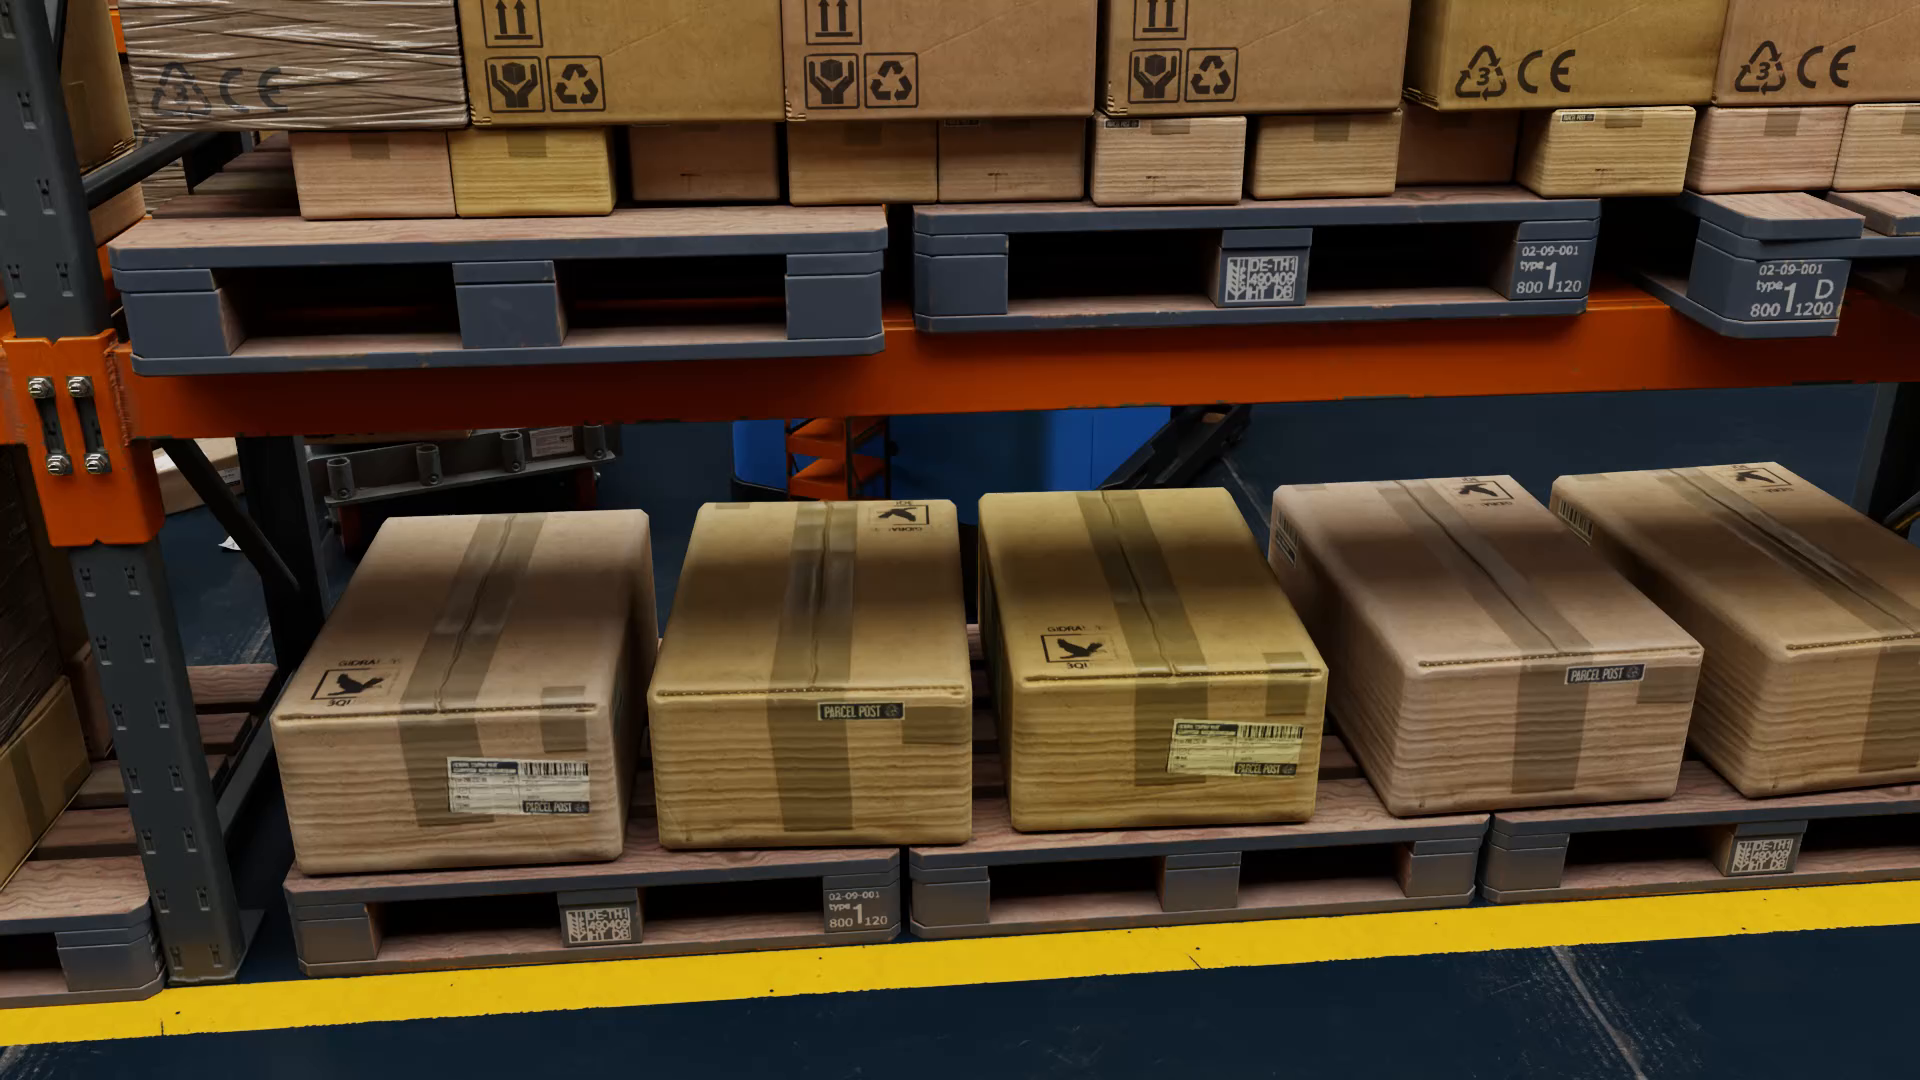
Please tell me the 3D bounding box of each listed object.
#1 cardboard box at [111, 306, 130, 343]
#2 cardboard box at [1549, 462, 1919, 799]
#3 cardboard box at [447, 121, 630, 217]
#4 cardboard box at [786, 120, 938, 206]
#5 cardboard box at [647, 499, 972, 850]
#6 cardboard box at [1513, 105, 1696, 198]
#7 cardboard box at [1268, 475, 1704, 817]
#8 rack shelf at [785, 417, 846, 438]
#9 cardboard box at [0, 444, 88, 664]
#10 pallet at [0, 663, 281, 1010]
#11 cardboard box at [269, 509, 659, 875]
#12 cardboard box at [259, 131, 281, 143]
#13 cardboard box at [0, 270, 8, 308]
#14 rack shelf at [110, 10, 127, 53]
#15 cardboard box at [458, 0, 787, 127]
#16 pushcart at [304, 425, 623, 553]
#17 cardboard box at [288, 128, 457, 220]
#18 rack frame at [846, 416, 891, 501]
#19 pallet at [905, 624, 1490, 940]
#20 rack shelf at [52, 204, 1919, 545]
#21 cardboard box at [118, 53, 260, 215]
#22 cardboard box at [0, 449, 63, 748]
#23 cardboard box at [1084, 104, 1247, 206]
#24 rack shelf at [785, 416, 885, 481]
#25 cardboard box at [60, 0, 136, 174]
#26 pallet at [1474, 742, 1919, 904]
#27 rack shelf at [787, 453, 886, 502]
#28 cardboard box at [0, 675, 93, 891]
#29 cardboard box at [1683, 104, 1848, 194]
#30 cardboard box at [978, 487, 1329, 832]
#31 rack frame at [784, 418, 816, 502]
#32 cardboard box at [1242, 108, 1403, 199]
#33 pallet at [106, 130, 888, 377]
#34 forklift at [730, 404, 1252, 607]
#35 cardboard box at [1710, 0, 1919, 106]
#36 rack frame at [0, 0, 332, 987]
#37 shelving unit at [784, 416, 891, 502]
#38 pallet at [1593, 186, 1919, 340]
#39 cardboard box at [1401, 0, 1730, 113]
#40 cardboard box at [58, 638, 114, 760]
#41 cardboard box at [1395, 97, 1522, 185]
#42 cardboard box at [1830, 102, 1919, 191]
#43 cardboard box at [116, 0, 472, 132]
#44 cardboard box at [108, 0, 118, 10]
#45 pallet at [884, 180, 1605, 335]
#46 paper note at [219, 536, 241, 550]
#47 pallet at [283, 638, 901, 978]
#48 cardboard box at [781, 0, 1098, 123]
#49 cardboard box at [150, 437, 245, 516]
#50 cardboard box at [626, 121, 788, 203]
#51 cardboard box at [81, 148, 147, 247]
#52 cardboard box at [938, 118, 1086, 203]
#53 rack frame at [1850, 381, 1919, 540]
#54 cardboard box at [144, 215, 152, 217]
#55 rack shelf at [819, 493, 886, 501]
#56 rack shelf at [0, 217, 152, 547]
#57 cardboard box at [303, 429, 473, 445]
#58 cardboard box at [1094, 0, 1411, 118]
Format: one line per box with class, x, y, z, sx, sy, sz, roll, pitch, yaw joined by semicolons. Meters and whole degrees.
cardboard box;-3.093;-0.591;5.793;0.503;0.637;0.797;-2;24;-5
cardboard box;1.876;0.172;3.888;0.625;0.372;0.950;-4;24;-9
cardboard box;-0.711;-0.673;2.864;0.250;0.149;0.380;-2;24;-4
cardboard box;-0.177;-0.709;2.944;0.250;0.149;0.380;-2;24;-4
cardboard box;-0.305;0.261;3.687;0.625;0.372;0.950;-1;24;-2
cardboard box;1.106;-0.732;2.997;0.250;0.149;0.380;-2;24;-4
cardboard box;1.142;0.205;3.814;0.625;0.372;0.950;-3;24;-6
rack shelf;-0.327;-0.372;4.423;0.180;0.103;0.258;10;26;22
cardboard box;-2.155;-0.059;3.635;0.500;0.500;0.500;-1;24;-3
pallet;-2.207;0.620;3.595;1.213;0.211;1.003;-2;24;-5
cardboard box;-1.020;0.291;3.619;0.625;0.372;0.950;-2;24;-4
cardboard box;-2.762;-1.916;7.967;0.875;0.875;0.875;-2;24;-4
cardboard box;-1.832;-0.445;2.867;0.250;0.149;0.380;-3;24;-6
rack shelf;-4.119;-2.284;7.580;4.000;0.370;1.077;-2;24;-5
cardboard box;-0.549;-0.992;2.782;0.500;0.500;0.500;-2;24;-5
pushcart;-1.816;-0.417;5.723;0.936;0.377;1.648;-11;26;-23
cardboard box;-0.961;-0.667;2.850;0.250;0.149;0.380;-2;24;-4
rack frame;-0.244;-0.287;4.419;0.006;1.200;0.240;10;26;22
pallet;0.450;0.497;3.872;1.213;0.211;1.003;-2;24;-5
rack shelf;0.449;-0.447;3.447;4.000;0.370;1.077;-2;24;-5
cardboard box;-3.658;-1.879;7.883;0.875;0.875;0.875;-2;24;-5
cardboard box;-2.104;0.159;3.145;0.500;0.500;0.500;-3;24;-6
cardboard box;0.339;-0.708;2.941;0.250;0.149;0.380;-1;24;-3
rack shelf;-0.327;-0.262;4.472;0.180;0.103;0.258;10;26;22
cardboard box;-2.007;-0.972;3.255;0.500;0.500;0.500;-2;24;-5
pallet;1.661;0.450;3.978;1.213;0.211;1.003;-2;24;-5
rack shelf;-0.327;-0.152;4.521;0.180;0.103;0.258;10;26;22
cardboard box;-2.104;0.501;3.297;0.500;0.250;0.500;-1;24;-3
cardboard box;1.379;-0.749;3.035;0.250;0.149;0.380;-3;24;-8
cardboard box;0.387;0.233;3.751;0.625;0.372;0.950;-2;24;-3
rack frame;-0.410;-0.318;4.488;0.006;1.200;0.240;10;26;22
cardboard box;0.602;-0.730;2.992;0.250;0.149;0.380;-3;24;-7
pallet;-0.767;-0.580;3.097;1.213;0.211;1.003;-2;24;-5
forklift;0.414;-1.697;5.459;1.130;2.935;3.031;11;26;23
cardboard box;1.500;-1.073;2.965;0.500;0.500;0.500;-3;24;-6
rack frame;-1.542;-0.695;3.122;0.127;3.000;1.000;-2;24;-5
shelving unit;-0.327;-0.303;4.454;0.189;1.200;0.258;10;26;22
pallet;1.740;-0.696;3.359;1.003;0.211;1.213;-2;24;-5
cardboard box;0.998;-1.052;2.918;0.500;0.500;0.500;-4;24;-9
cardboard box;-2.155;0.284;3.787;0.500;0.250;0.500;-3;24;-8
cardboard box;0.844;-0.773;3.089;0.250;0.149;0.380;-2;24;-5
cardboard box;1.630;-0.756;3.050;0.250;0.149;0.380;-2;24;-6
cardboard box;-1.047;-0.972;2.737;0.500;0.500;0.500;-2;24;-4
cardboard box;-3.589;-2.736;7.528;0.550;0.550;0.875;-2;24;-5
pallet;0.473;-0.672;3.305;1.213;0.211;1.003;-2;24;-5
paper note;-2.237;-0.007;5.228;0.142;0.019;0.148;-2;24;-5
pallet;-0.767;0.547;3.759;1.213;0.211;1.003;-2;24;-5
cardboard box;-0.055;-1.006;2.814;0.500;0.500;0.500;-2;24;-5
cardboard box;-2.563;-0.281;5.555;0.258;0.266;0.396;22;32;40
cardboard box;-0.437;-0.716;2.959;0.250;0.149;0.380;-1;24;-2
cardboard box;-1.887;-0.698;3.436;0.250;0.149;0.380;-2;24;-5
cardboard box;0.070;-0.718;2.965;0.250;0.149;0.380;-2;24;-5
rack frame;2.439;-0.855;3.481;0.127;3.000;1.000;-2;24;-5
cardboard box;-3.573;-1.074;7.048;0.500;0.500;0.500;2;24;4
rack shelf;-0.327;-0.043;4.569;0.180;0.103;0.258;10;26;22
rack shelf;-3.532;-0.287;3.088;4.000;0.370;1.077;-2;24;-5
cardboard box;-1.747;-0.618;5.091;0.500;0.500;0.500;-2;24;-5
cardboard box;0.455;-1.031;2.870;0.500;0.500;0.500;-3;24;-7
